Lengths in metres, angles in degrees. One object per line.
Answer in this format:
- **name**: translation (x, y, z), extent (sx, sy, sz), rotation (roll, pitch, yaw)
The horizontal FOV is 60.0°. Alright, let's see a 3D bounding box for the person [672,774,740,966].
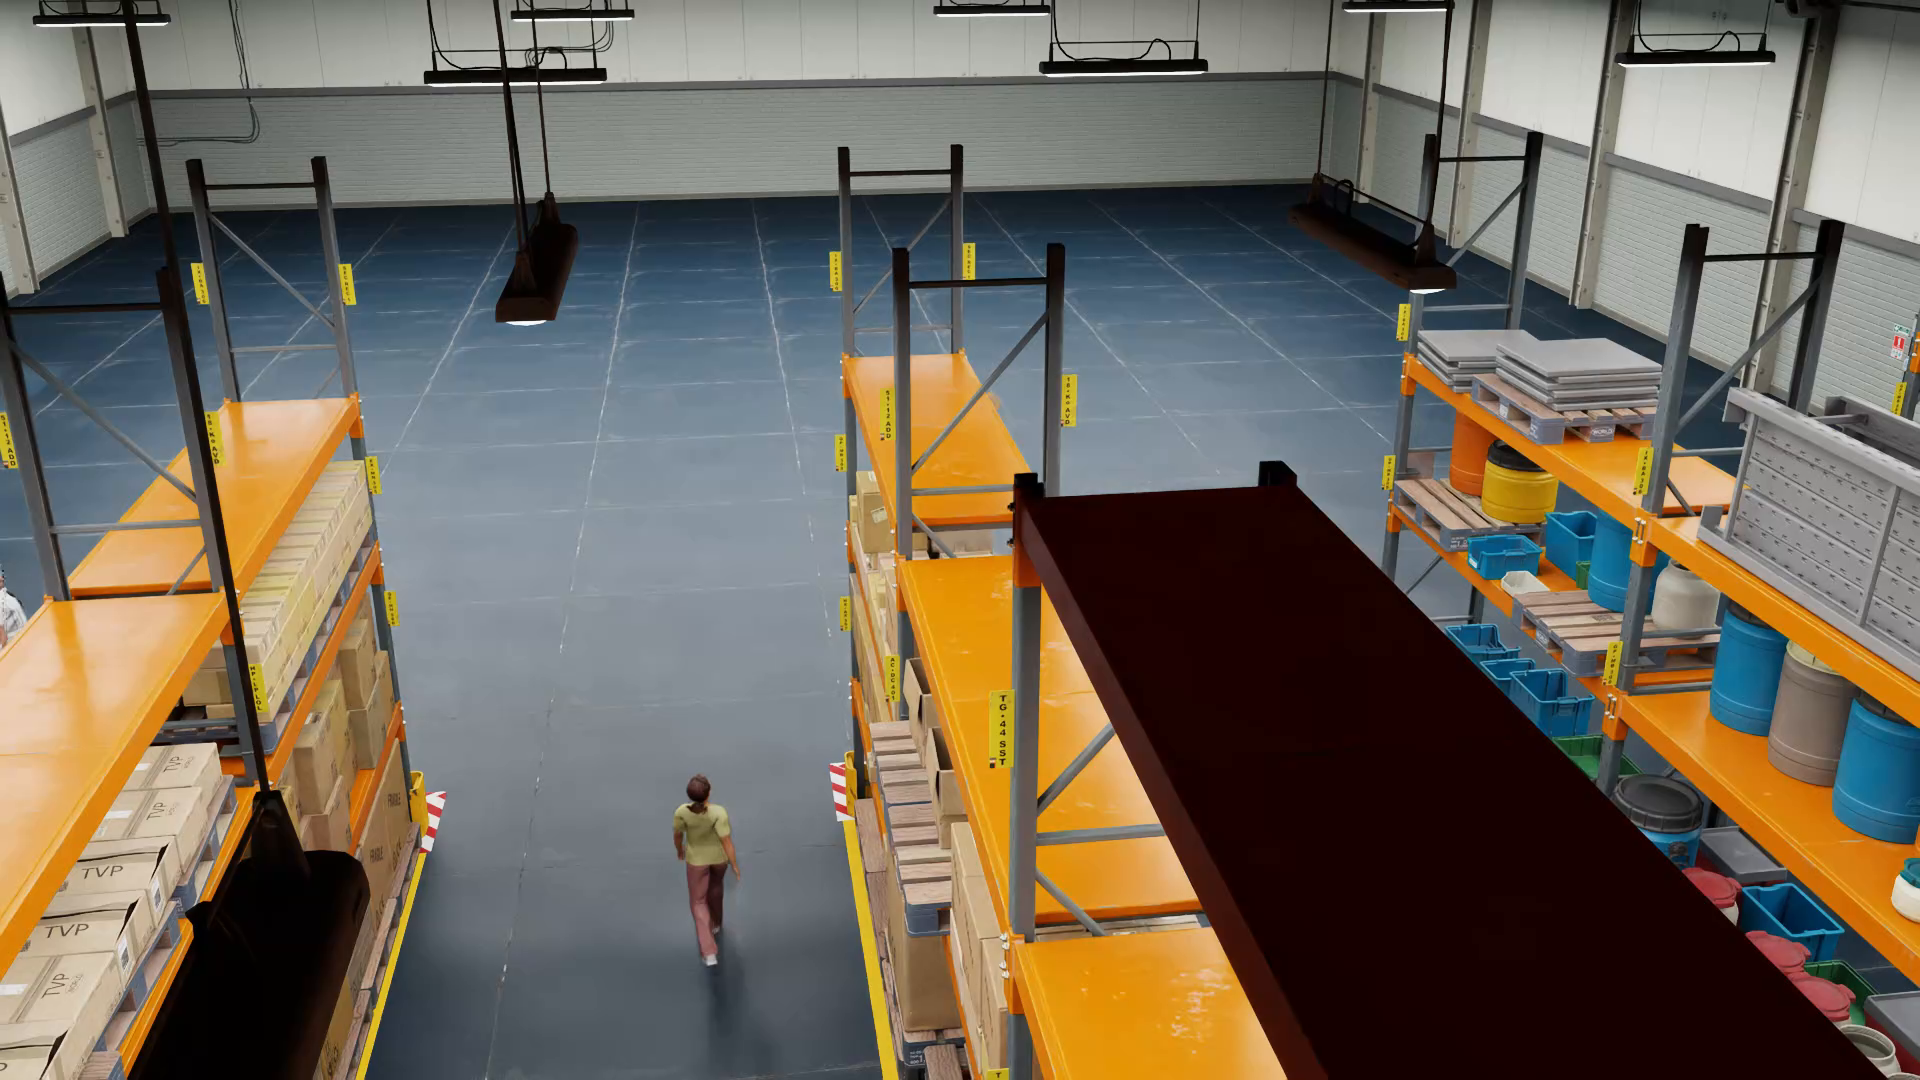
- **person**: translation (-1.995, 2.532, 13.077), extent (0.476, 1.591, 0.937), rotation (-7, 23, -18)

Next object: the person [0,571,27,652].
- **person**: translation (-9.491, 1.041, 16.611), extent (0.544, 1.773, 0.436), rotation (19, 29, 40)
